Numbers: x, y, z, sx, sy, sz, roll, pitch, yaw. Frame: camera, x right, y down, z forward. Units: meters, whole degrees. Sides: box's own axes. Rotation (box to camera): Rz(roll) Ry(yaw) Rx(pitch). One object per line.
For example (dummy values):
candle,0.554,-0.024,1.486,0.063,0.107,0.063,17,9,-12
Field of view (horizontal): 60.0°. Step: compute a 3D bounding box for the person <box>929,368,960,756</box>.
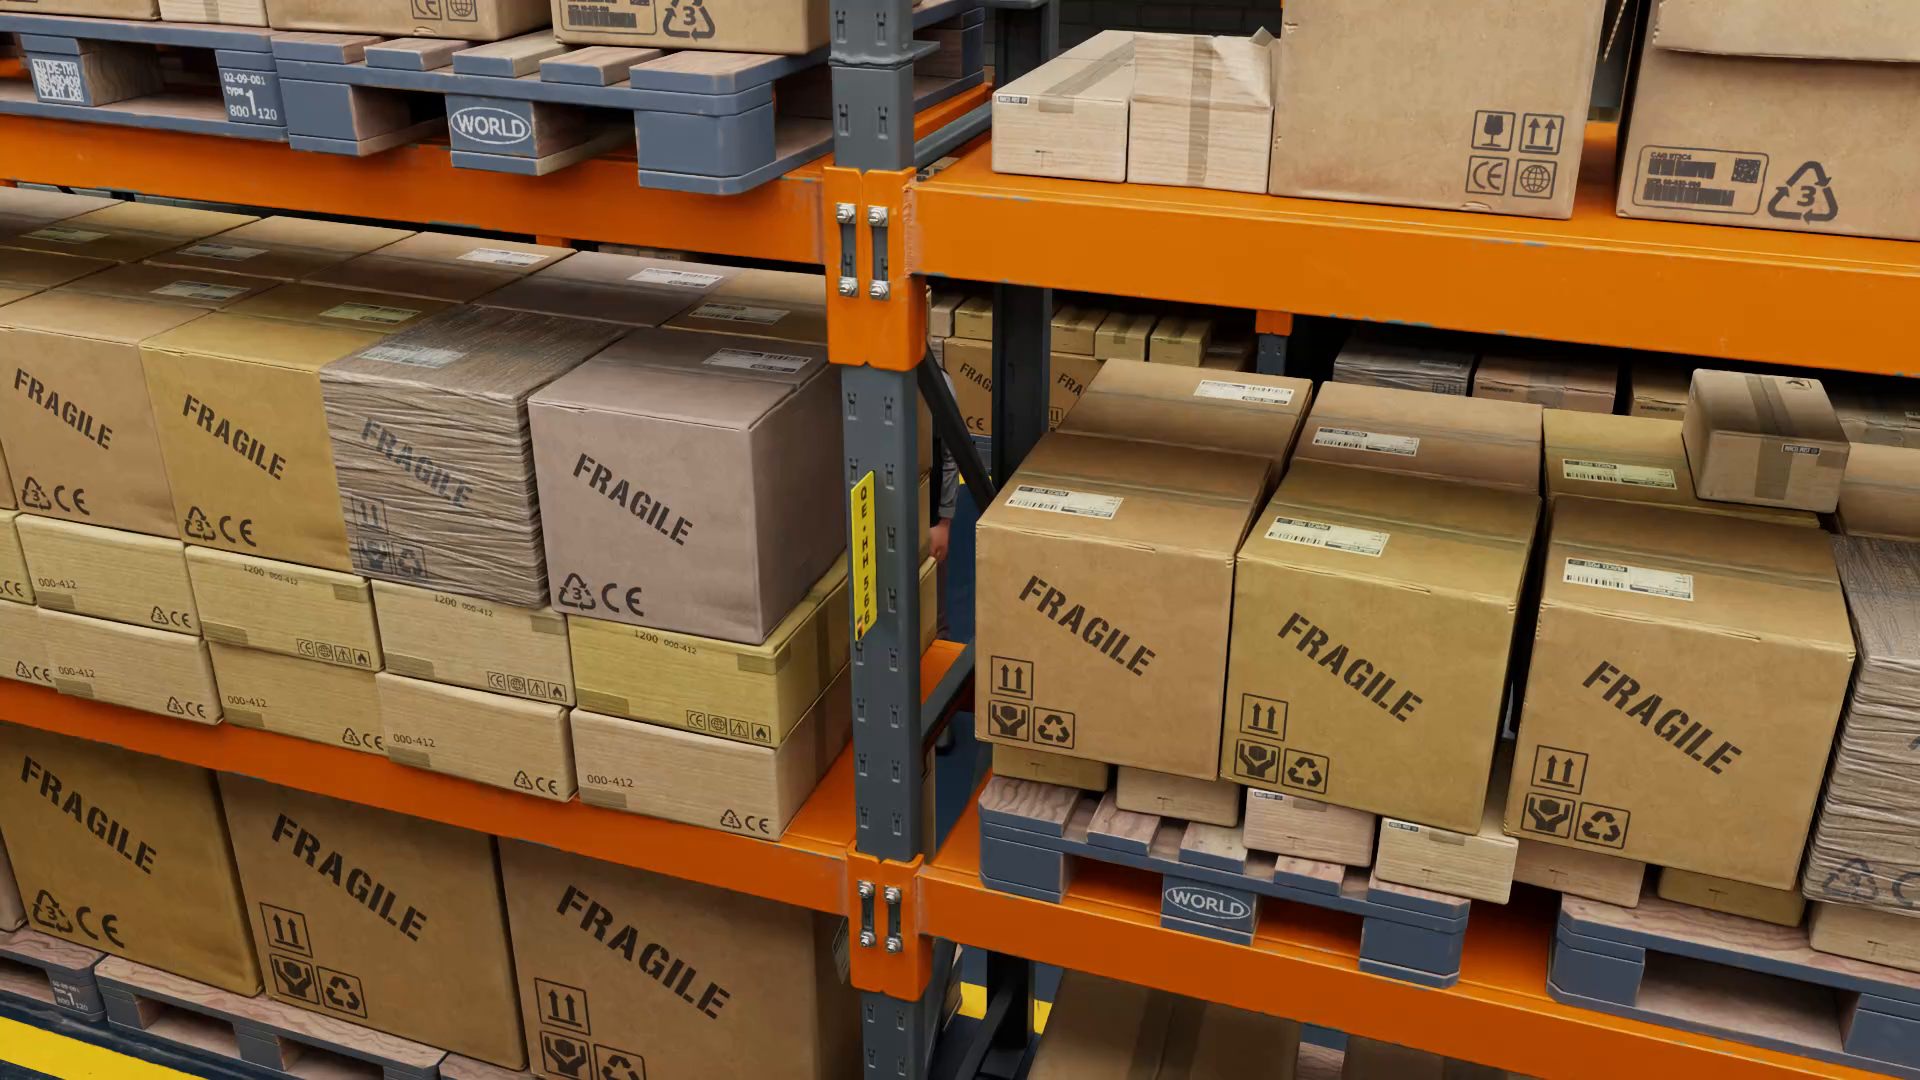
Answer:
person,-0.252,-0.056,6.233,0.559,1.742,0.364,9,27,18
